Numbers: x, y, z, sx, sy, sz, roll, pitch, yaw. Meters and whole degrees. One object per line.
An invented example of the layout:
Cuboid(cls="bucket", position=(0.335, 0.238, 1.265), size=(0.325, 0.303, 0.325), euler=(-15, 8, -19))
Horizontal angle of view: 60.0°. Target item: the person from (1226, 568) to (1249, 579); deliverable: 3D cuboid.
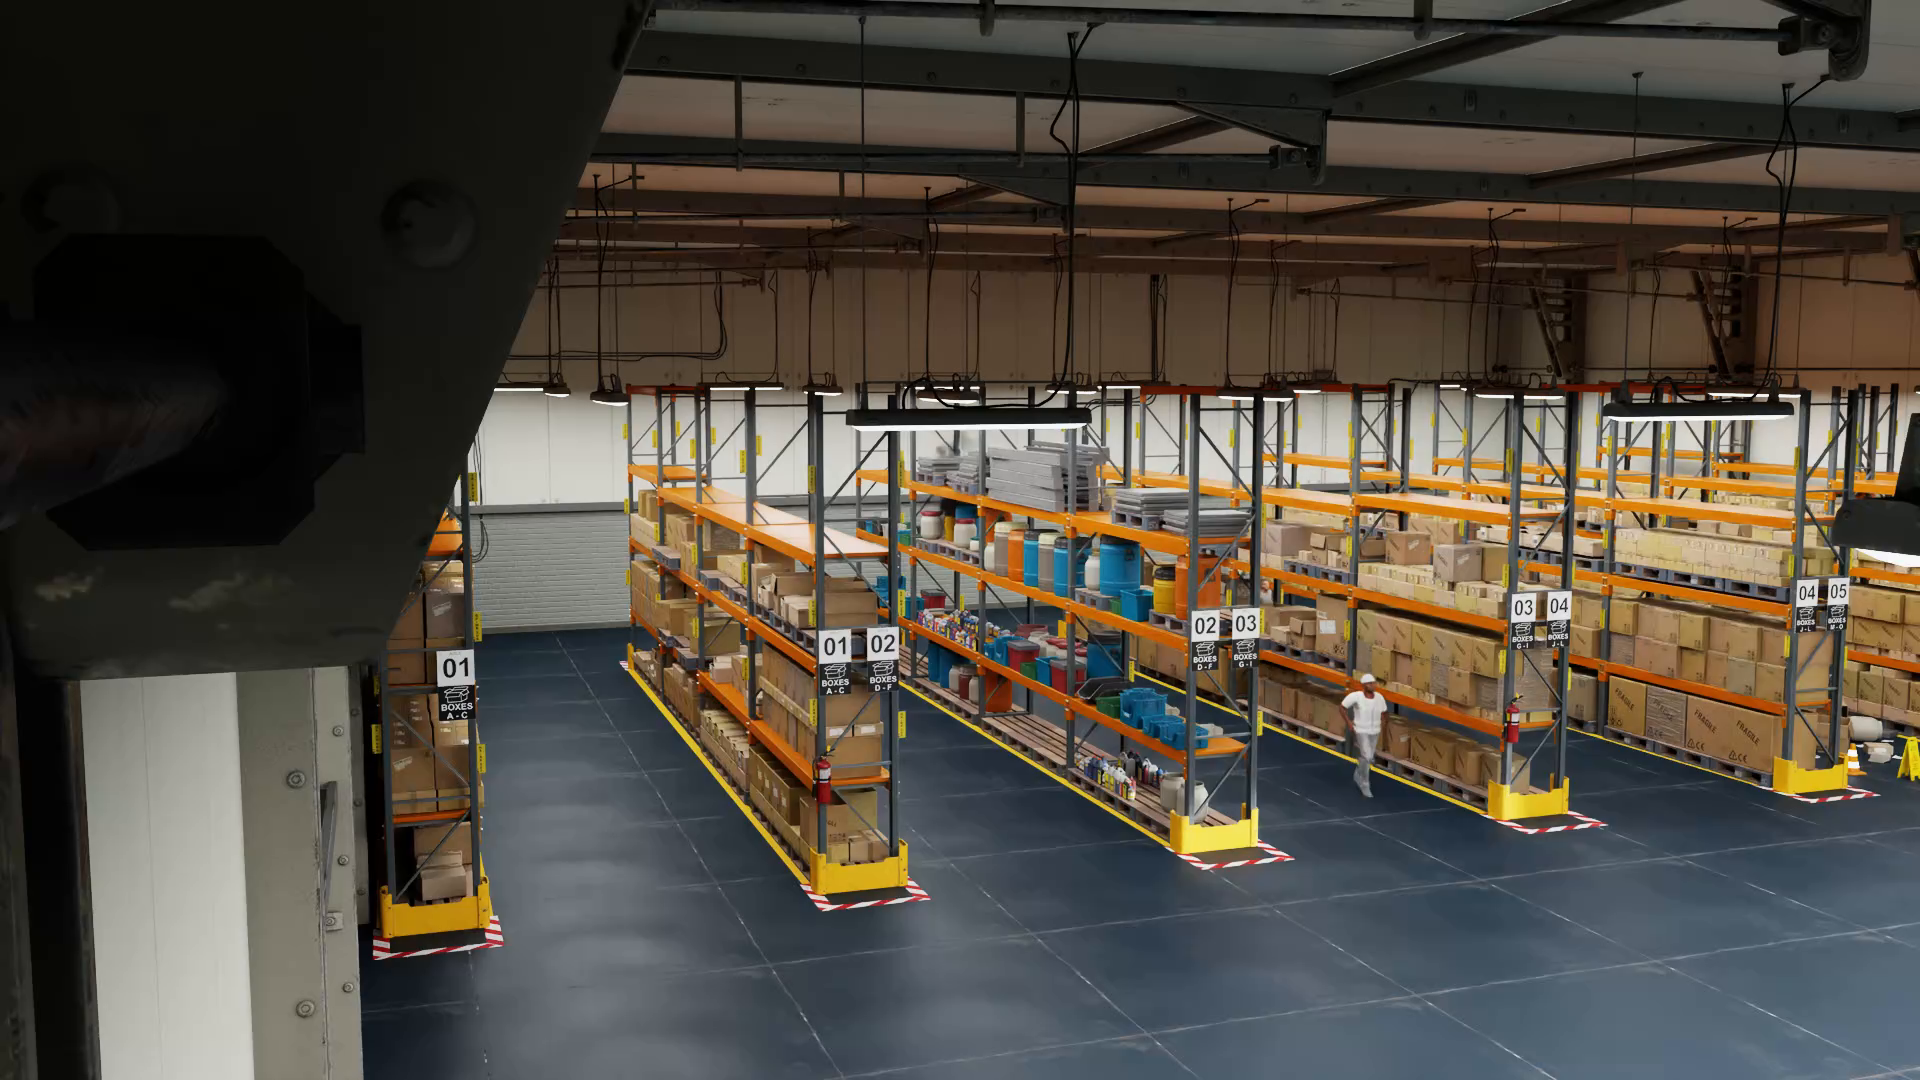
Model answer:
Cuboid(cls="person", position=(6.754, 1.237, 40.903), size=(0.867, 1.761, 0.735), euler=(-5, 7, -38))

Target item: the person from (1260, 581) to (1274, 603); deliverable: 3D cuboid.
Cuboid(cls="person", position=(6.822, 1.711, 37.000), size=(0.571, 1.651, 0.711), euler=(-2, 6, -15))

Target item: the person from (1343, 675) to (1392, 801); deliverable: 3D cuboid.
Cuboid(cls="person", position=(6.107, 2.898, 24.747), size=(0.692, 1.802, 0.821), euler=(-2, 6, -16))
